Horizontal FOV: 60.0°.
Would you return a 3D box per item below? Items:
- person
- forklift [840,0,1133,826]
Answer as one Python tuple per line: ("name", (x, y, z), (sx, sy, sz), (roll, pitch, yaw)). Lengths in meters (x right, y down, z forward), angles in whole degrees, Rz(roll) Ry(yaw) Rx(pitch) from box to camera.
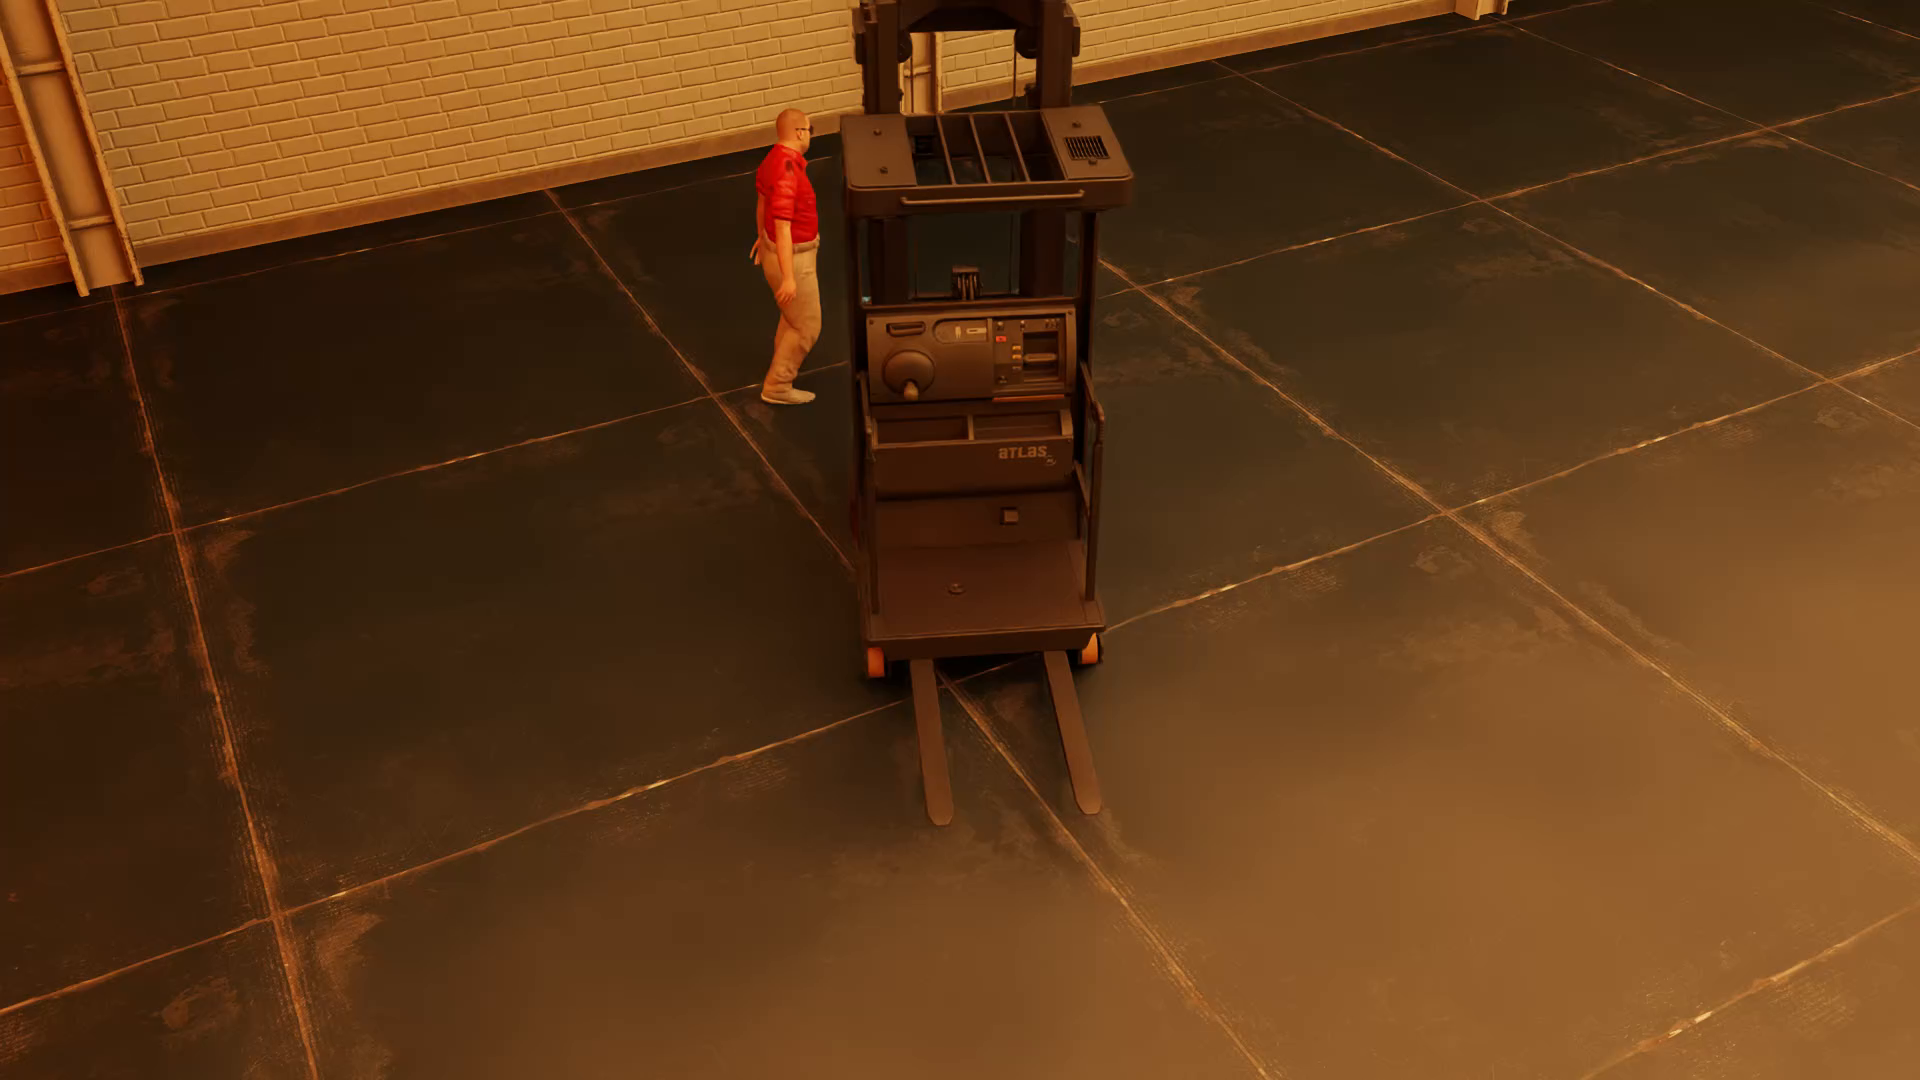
("person", (-1.000, -1.605, 9.504), (0.425, 1.704, 0.879), (-8, 36, -11))
("forklift", (0.077, -0.760, 7.199), (1.130, 2.935, 3.031), (-3, 35, -5))
